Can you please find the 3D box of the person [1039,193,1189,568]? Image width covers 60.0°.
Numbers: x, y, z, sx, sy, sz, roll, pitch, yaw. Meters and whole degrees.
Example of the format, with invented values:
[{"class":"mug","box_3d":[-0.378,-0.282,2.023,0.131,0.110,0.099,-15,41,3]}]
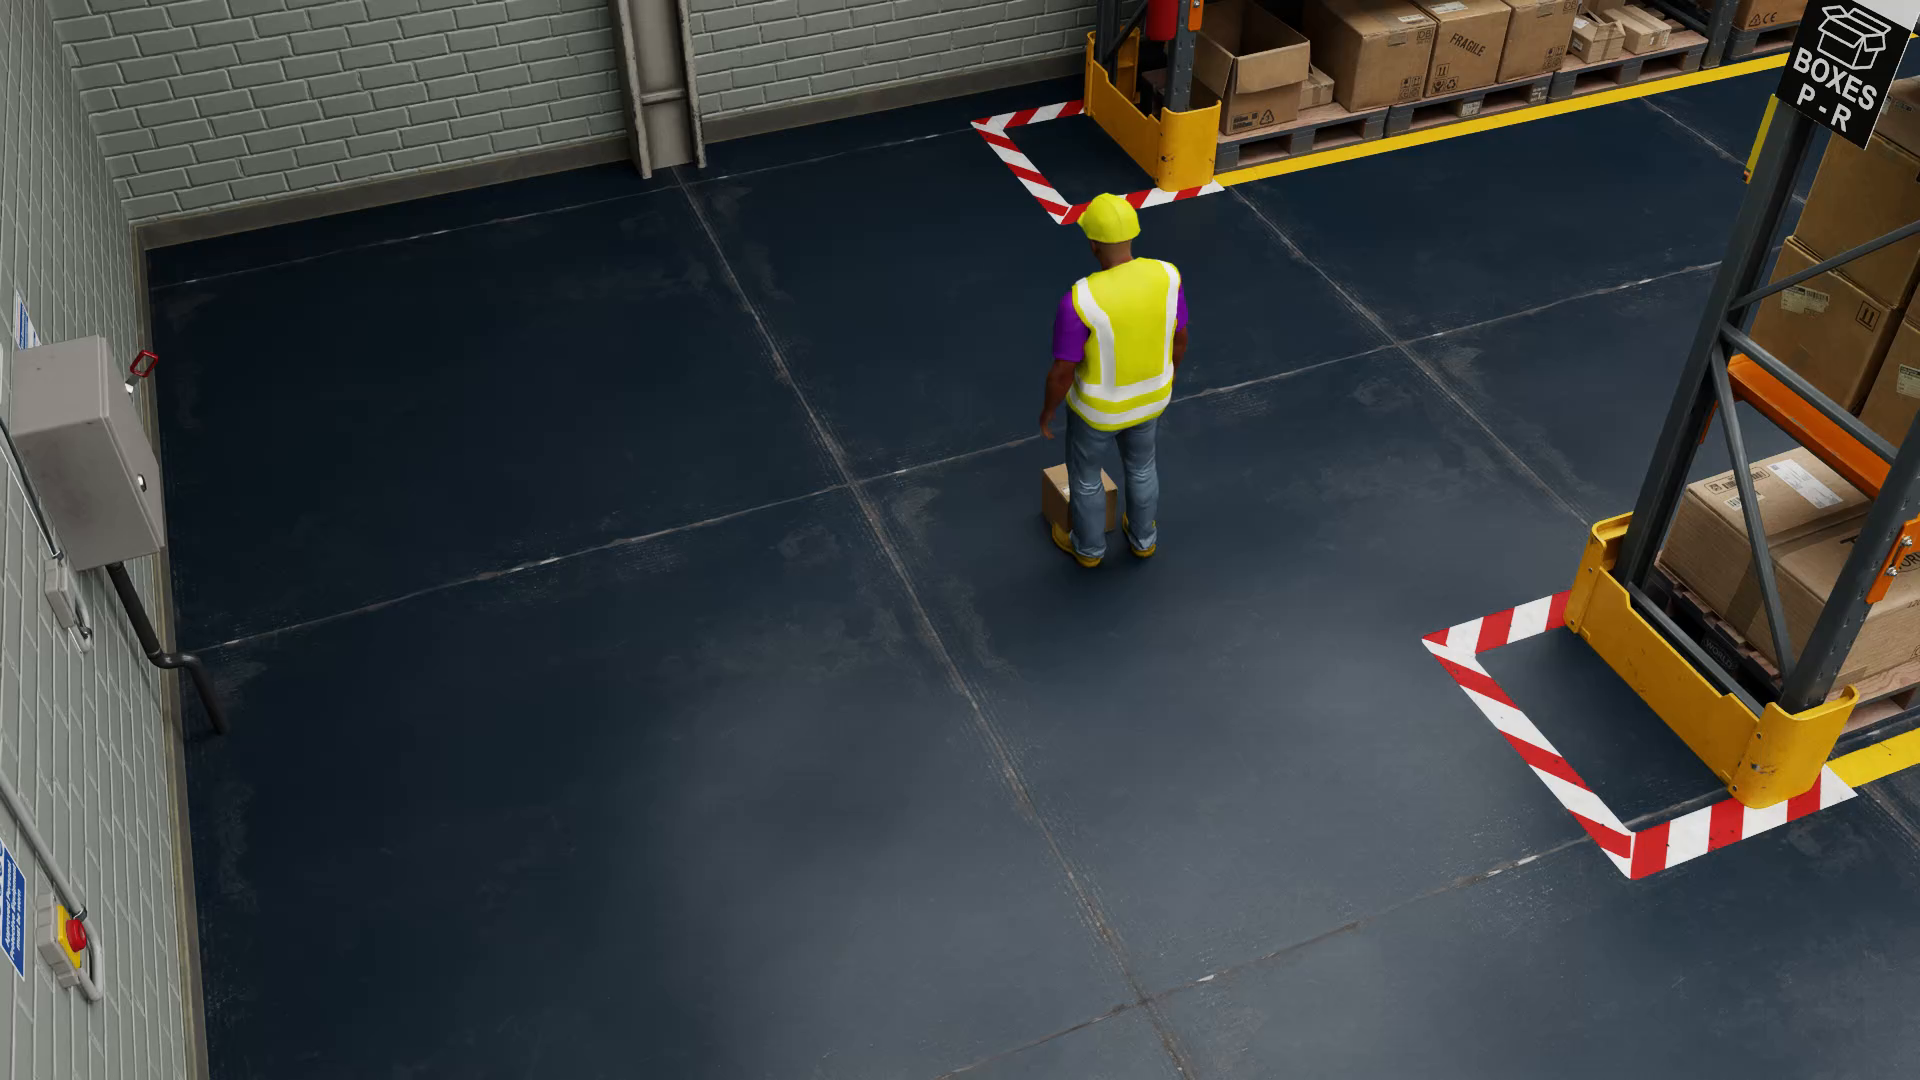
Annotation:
[{"class":"person","box_3d":[0.623,-0.607,6.831,0.637,1.761,0.456,-17,44,-18]}]
